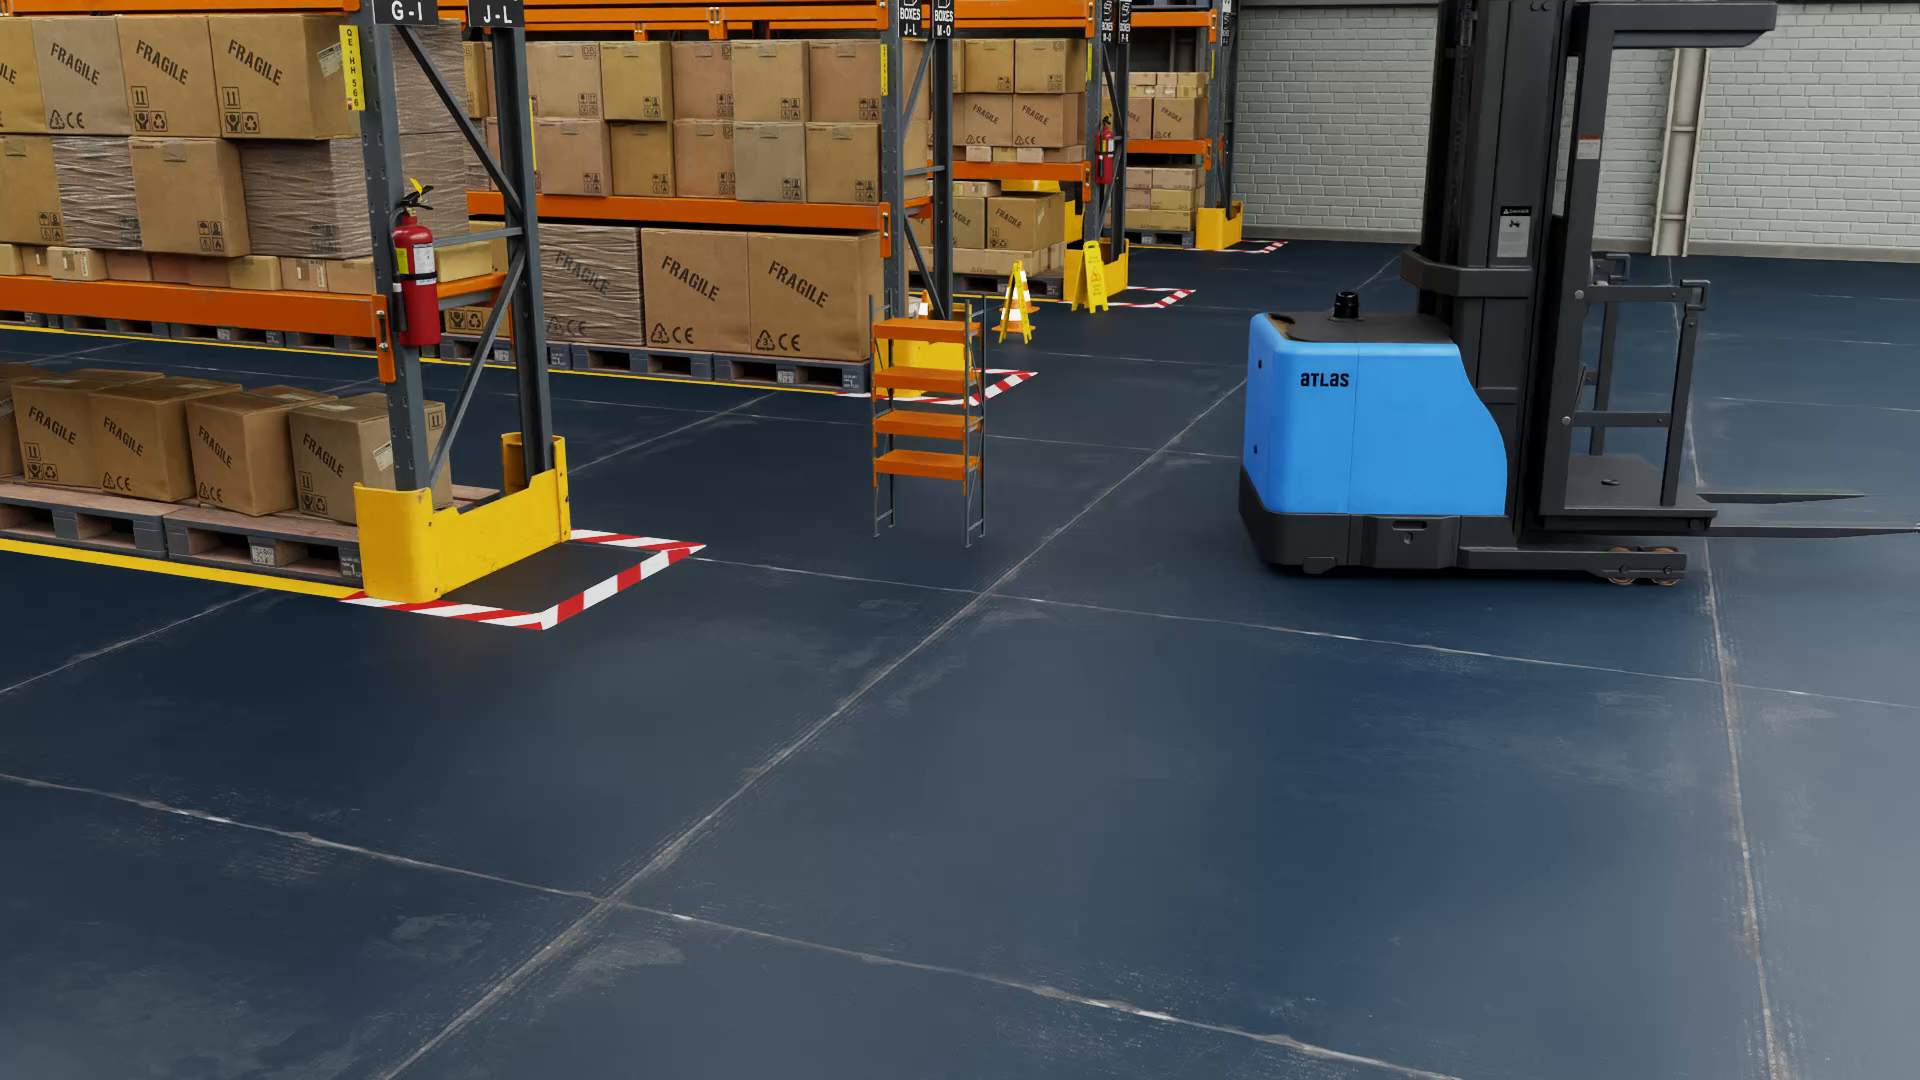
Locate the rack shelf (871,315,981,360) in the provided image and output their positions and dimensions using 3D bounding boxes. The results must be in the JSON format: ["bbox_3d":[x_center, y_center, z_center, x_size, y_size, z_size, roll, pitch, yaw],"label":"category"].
[{"bbox_3d":[-0.154,-0.971,7.955,0.480,0.148,0.258,6,17,21],"label":"rack shelf"}]

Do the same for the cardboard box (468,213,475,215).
[{"bbox_3d":[-5.489,-3.587,19.110,0.625,0.372,0.950,5,17,17],"label":"cardboard box"}]

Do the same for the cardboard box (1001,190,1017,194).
[{"bbox_3d":[0.272,-3.340,17.131,0.500,0.500,0.500,6,17,19],"label":"cardboard box"}]

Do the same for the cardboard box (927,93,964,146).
[{"bbox_3d":[-0.103,-4.169,16.441,0.500,0.500,0.500,6,17,20],"label":"cardboard box"}]

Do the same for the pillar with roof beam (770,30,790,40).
[{"bbox_3d":[-4.229,-7.860,19.109,0.400,9.000,9.100,6,17,21],"label":"pillar with roof beam"}]

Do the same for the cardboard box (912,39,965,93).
[{"bbox_3d":[-0.104,-4.635,16.254,0.500,0.500,0.700,6,17,20],"label":"cardboard box"}]

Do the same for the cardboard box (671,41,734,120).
[{"bbox_3d":[-1.638,-3.359,12.157,0.550,0.550,0.875,6,17,21],"label":"cardboard box"}]

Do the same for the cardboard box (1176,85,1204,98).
[{"bbox_3d":[2.824,-5.500,20.394,0.250,0.149,0.380,7,17,21],"label":"cardboard box"}]

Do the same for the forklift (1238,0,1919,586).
[{"bbox_3d":[2.908,-1.355,7.583,3.031,2.935,1.130,1,16,2],"label":"forklift"}]

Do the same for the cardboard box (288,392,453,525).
[{"bbox_3d":[-2.780,-0.389,7.863,0.500,0.500,0.500,10,19,31],"label":"cardboard box"}]

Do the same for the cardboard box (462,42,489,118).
[{"bbox_3d":[-3.681,-3.548,12.811,0.550,0.550,0.875,6,17,21],"label":"cardboard box"}]

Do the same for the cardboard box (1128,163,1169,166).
[{"bbox_3d":[2.405,-4.687,21.323,0.500,0.250,0.500,6,17,21],"label":"cardboard box"}]

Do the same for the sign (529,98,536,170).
[{"bbox_3d":[-2.006,-1.876,7.702,0.005,0.325,0.100,6,17,21],"label":"sign"}]

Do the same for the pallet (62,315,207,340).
[{"bbox_3d":[-7.027,-1.974,14.596,1.213,0.211,1.003,6,17,21],"label":"pallet"}]

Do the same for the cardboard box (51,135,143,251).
[{"bbox_3d":[-3.665,-1.656,7.784,0.500,0.500,0.875,6,17,21],"label":"cardboard box"}]

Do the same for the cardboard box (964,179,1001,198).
[{"bbox_3d":[0.224,-3.477,16.440,0.250,0.149,0.380,7,18,22],"label":"cardboard box"}]

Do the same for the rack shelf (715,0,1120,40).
[{"bbox_3d":[-0.429,-5.189,16.578,4.000,0.370,1.077,6,17,21],"label":"rack shelf"}]

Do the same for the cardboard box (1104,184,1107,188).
[{"bbox_3d":[1.756,-4.605,21.039,0.500,0.250,0.500,7,17,21],"label":"cardboard box"}]

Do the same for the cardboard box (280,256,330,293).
[{"bbox_3d":[-2.778,-1.200,7.377,0.250,0.149,0.380,6,17,21],"label":"cardboard box"}]

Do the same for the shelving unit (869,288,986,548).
[{"bbox_3d":[-0.154,-0.593,8.065,0.503,1.200,0.258,6,17,21],"label":"shelving unit"}]

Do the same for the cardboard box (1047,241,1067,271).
[{"bbox_3d":[0.782,-2.925,17.047,0.500,0.250,0.500,6,17,20],"label":"cardboard box"}]

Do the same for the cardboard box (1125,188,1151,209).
[{"bbox_3d":[2.219,-4.321,20.960,0.500,0.250,0.500,6,17,20],"label":"cardboard box"}]

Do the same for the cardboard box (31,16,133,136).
[{"bbox_3d":[-3.739,-2.084,7.465,0.500,0.500,0.500,6,17,21],"label":"cardboard box"}]

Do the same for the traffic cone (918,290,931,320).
[{"bbox_3d":[-0.264,-1.800,13.543,0.334,0.463,0.336,6,17,21],"label":"traffic cone"}]

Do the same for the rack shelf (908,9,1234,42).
[{"bbox_3d":[1.389,-6.477,21.014,4.000,0.370,1.077,6,17,21],"label":"rack shelf"}]

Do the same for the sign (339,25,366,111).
[{"bbox_3d":[-2.427,-1.885,6.643,0.005,0.325,0.100,6,17,21],"label":"sign"}]

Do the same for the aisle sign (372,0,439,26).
[{"bbox_3d":[-2.257,-2.484,6.685,0.004,0.787,0.394,6,17,21],"label":"aisle sign"}]

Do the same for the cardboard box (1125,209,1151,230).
[{"bbox_3d":[2.237,-4.078,21.019,0.500,0.250,0.500,6,17,21],"label":"cardboard box"}]

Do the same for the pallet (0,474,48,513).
[{"bbox_3d":[-5.288,-0.330,8.931,1.213,0.211,1.003,6,17,21],"label":"pallet"}]

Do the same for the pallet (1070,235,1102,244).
[{"bbox_3d":[1.391,-4.031,21.679,1.213,0.211,1.003,6,17,21],"label":"pallet"}]

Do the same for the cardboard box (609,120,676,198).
[{"bbox_3d":[-2.155,-2.877,12.436,0.500,0.550,0.875,6,17,21],"label":"cardboard box"}]

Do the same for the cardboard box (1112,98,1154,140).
[{"bbox_3d":[2.216,-5.263,20.743,0.500,0.500,0.500,7,18,22],"label":"cardboard box"}]

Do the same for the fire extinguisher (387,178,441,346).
[{"bbox_3d":[-2.267,-1.151,6.897,0.183,0.674,0.296,6,17,21],"label":"fire extinguisher"}]

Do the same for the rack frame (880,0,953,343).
[{"bbox_3d":[-0.291,-2.595,11.733,0.127,3.000,1.000,6,17,21],"label":"rack frame"}]

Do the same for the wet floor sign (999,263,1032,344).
[{"bbox_3d":[0.463,-1.975,13.820,0.232,0.644,0.267,3,17,11],"label":"wet floor sign"}]

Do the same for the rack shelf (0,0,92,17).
[{"bbox_3d":[-9.593,-4.713,14.939,4.000,0.370,1.077,6,17,21],"label":"rack shelf"}]

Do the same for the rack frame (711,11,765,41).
[{"bbox_3d":[-2.290,-4.299,17.600,0.127,3.000,1.000,6,17,21],"label":"rack frame"}]

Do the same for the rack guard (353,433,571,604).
[{"bbox_3d":[-2.276,-0.127,7.713,0.348,0.500,1.175,6,17,21],"label":"rack guard"}]

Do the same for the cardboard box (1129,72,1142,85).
[{"bbox_3d":[2.140,-5.743,20.700,0.250,0.149,0.380,6,17,21],"label":"cardboard box"}]

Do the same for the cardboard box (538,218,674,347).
[{"bbox_3d":[-2.613,-2.012,12.782,0.875,0.875,0.875,6,17,21],"label":"cardboard box"}]

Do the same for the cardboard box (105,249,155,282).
[{"bbox_3d":[-3.715,-1.298,7.715,0.250,0.149,0.380,6,17,21],"label":"cardboard box"}]

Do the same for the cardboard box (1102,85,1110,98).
[{"bbox_3d":[1.864,-5.604,20.753,0.250,0.149,0.380,6,17,19],"label":"cardboard box"}]

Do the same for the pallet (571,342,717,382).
[{"bbox_3d":[-2.194,-1.443,12.765,1.213,0.211,1.003,6,17,21],"label":"pallet"}]

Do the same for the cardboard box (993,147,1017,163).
[{"bbox_3d":[0.498,-3.781,16.266,0.250,0.149,0.380,6,17,20],"label":"cardboard box"}]

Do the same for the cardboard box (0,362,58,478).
[{"bbox_3d":[-5.033,-0.622,8.665,0.500,0.500,0.500,13,21,38],"label":"cardboard box"}]
